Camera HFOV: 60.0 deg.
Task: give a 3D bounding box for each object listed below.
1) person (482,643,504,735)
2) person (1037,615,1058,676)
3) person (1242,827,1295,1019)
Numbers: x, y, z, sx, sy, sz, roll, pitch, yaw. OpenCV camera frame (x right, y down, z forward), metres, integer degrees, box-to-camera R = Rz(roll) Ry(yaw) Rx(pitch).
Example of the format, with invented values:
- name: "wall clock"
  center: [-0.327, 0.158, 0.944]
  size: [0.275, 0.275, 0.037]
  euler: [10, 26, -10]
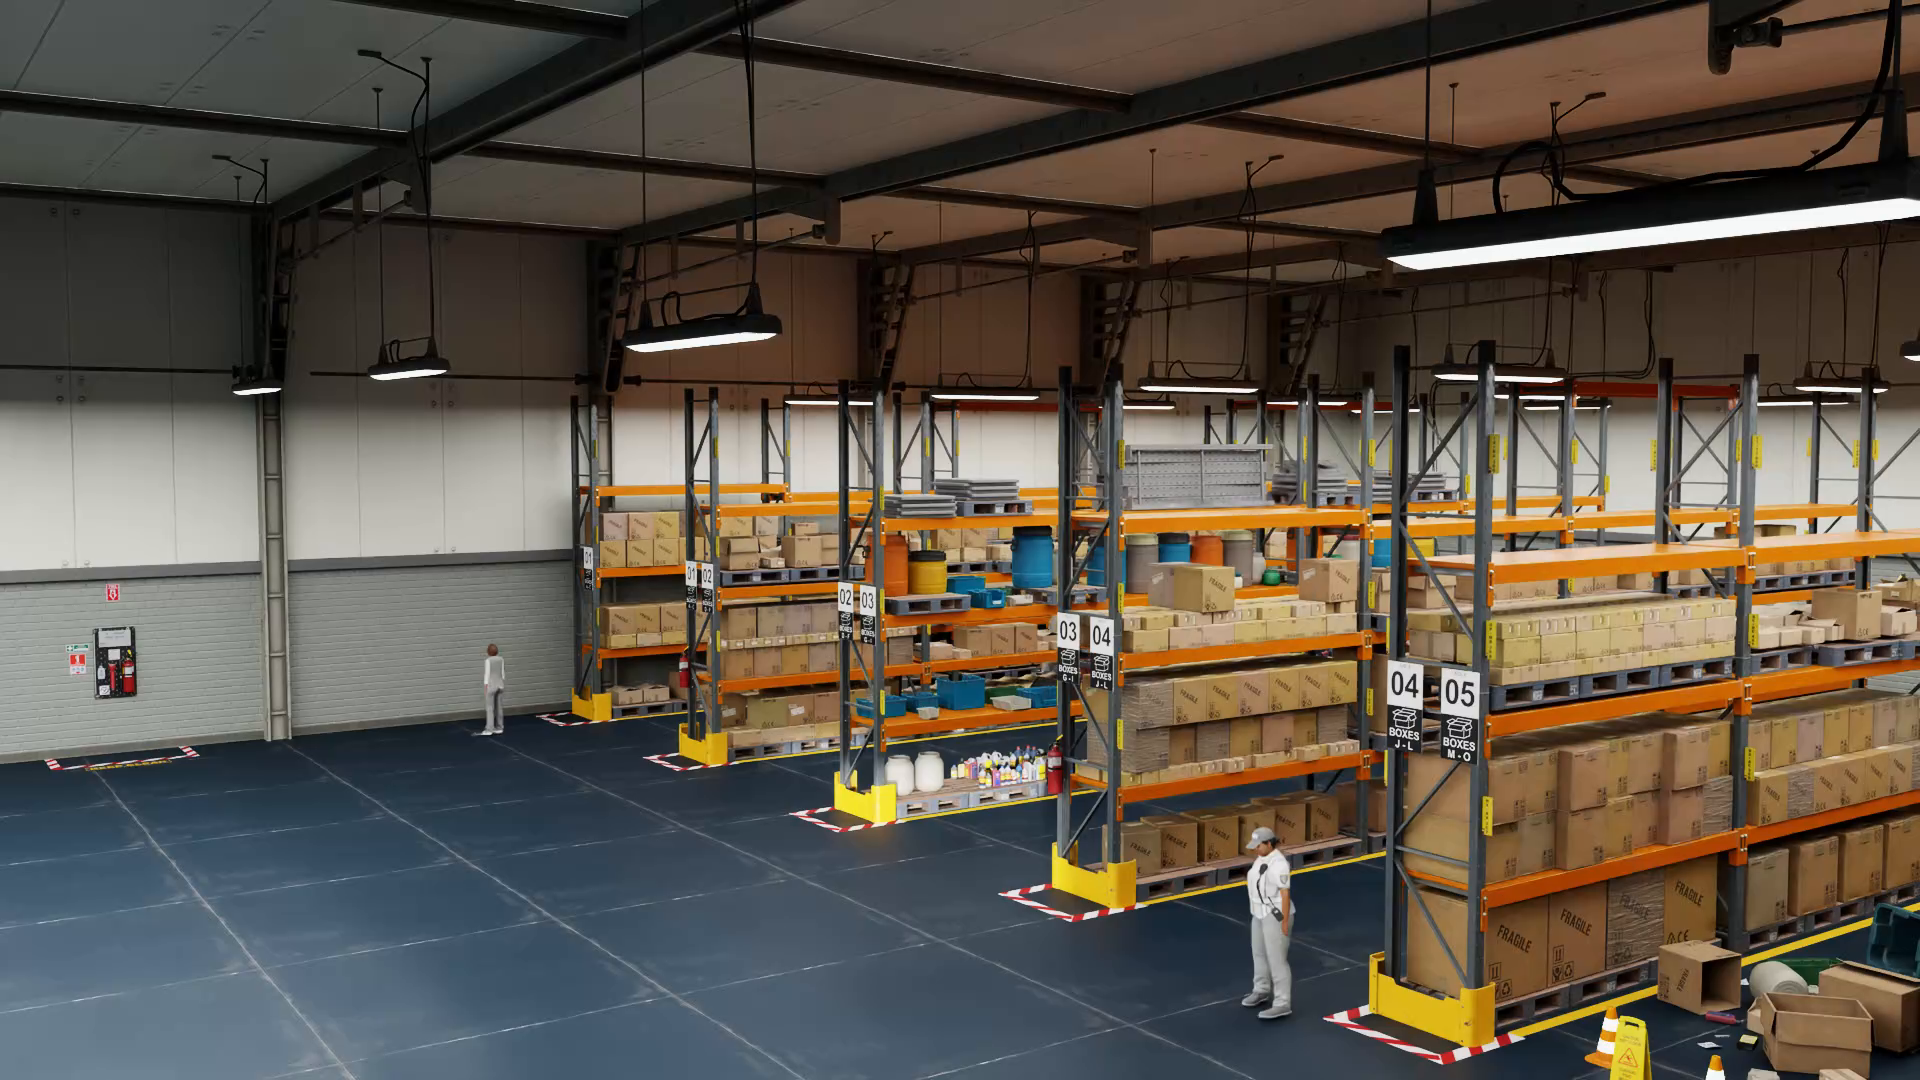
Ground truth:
- name: "person"
  center: [-8.187, 2.606, 29.124]
  size: [0.387, 1.600, 0.452]
  euler: [2, 4, 28]
- name: "person"
  center: [2.019, 2.040, 34.887]
  size: [0.431, 1.613, 0.959]
  euler: [3, 5, 44]
- name: "person"
  center: [2.793, 3.431, 15.055]
  size: [0.418, 1.658, 0.562]
  euler: [-1, 4, -13]
